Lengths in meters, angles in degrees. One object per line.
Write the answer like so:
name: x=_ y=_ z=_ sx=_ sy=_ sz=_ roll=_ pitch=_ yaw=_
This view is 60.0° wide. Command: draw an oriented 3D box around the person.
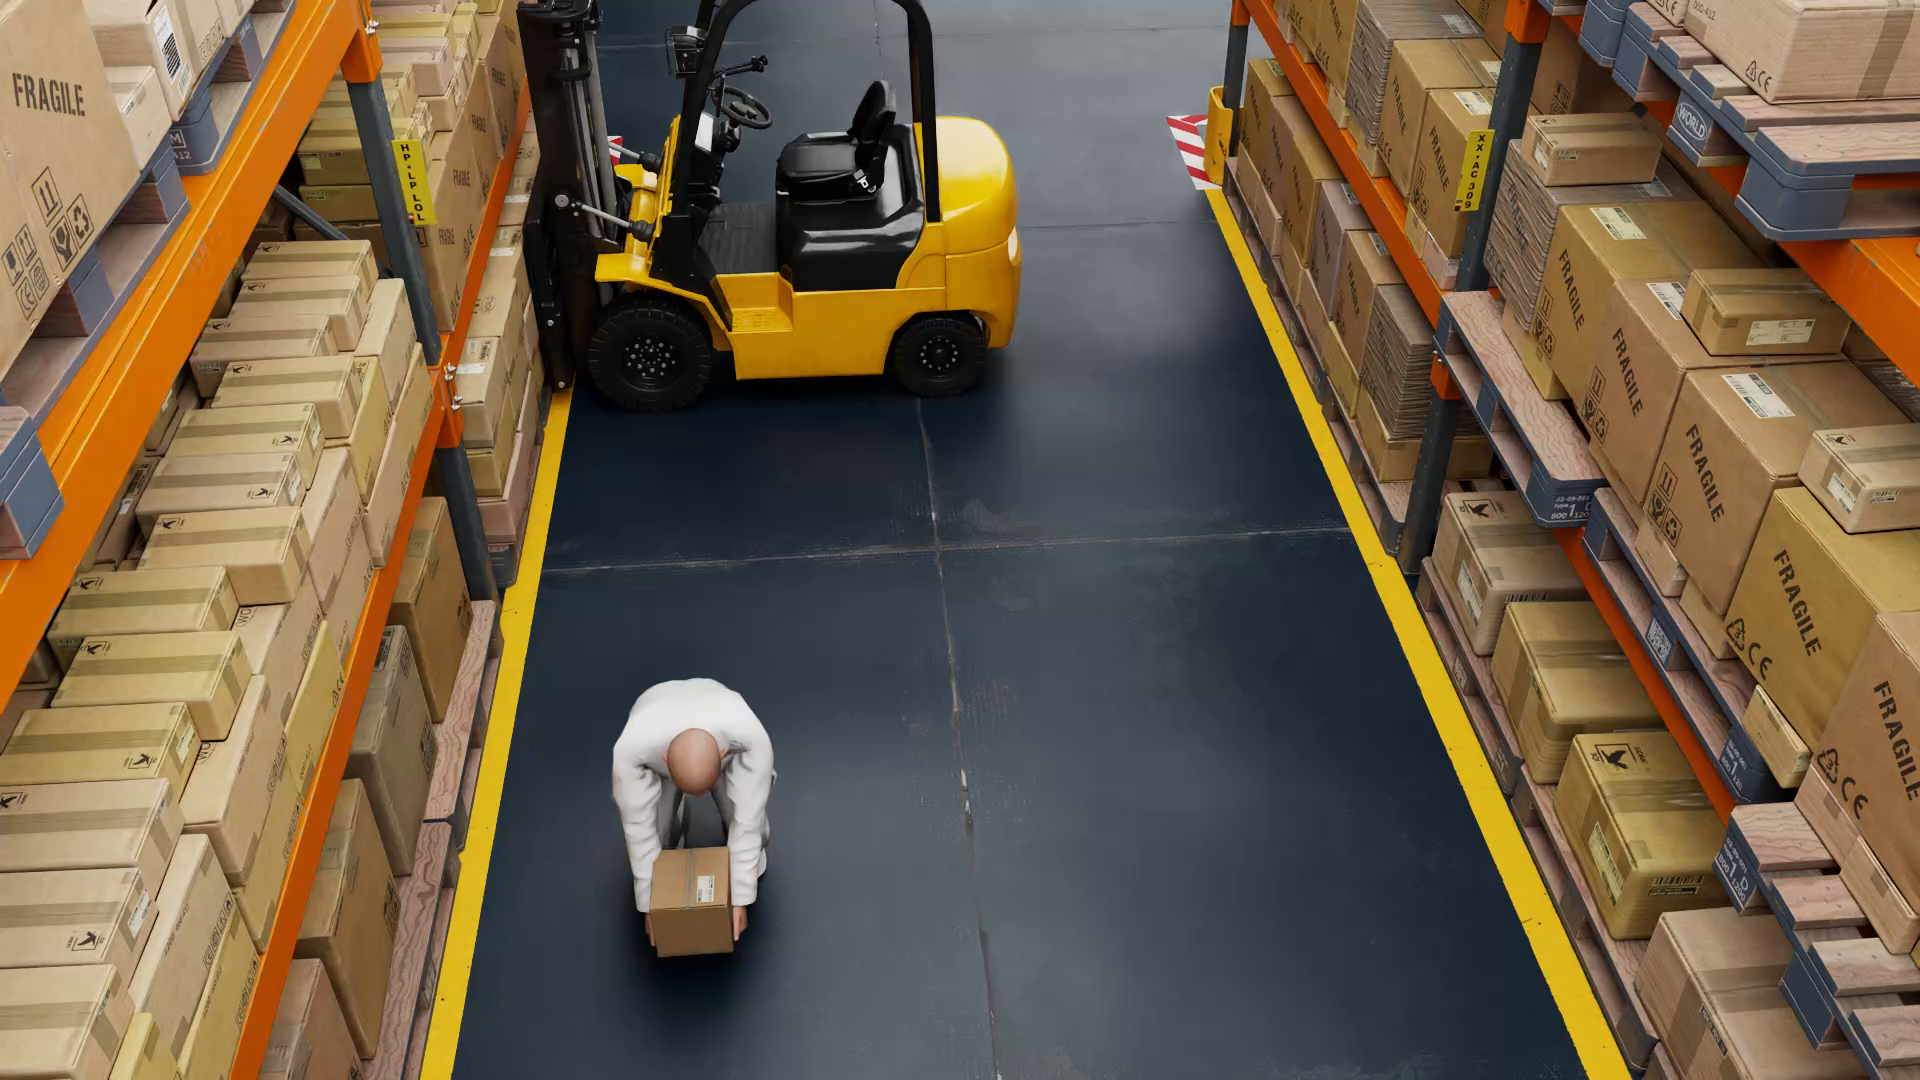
person: x=-0.921 y=0.852 z=5.724 sx=0.579 sy=1.004 sz=0.926 roll=-4 pitch=39 yaw=-5
